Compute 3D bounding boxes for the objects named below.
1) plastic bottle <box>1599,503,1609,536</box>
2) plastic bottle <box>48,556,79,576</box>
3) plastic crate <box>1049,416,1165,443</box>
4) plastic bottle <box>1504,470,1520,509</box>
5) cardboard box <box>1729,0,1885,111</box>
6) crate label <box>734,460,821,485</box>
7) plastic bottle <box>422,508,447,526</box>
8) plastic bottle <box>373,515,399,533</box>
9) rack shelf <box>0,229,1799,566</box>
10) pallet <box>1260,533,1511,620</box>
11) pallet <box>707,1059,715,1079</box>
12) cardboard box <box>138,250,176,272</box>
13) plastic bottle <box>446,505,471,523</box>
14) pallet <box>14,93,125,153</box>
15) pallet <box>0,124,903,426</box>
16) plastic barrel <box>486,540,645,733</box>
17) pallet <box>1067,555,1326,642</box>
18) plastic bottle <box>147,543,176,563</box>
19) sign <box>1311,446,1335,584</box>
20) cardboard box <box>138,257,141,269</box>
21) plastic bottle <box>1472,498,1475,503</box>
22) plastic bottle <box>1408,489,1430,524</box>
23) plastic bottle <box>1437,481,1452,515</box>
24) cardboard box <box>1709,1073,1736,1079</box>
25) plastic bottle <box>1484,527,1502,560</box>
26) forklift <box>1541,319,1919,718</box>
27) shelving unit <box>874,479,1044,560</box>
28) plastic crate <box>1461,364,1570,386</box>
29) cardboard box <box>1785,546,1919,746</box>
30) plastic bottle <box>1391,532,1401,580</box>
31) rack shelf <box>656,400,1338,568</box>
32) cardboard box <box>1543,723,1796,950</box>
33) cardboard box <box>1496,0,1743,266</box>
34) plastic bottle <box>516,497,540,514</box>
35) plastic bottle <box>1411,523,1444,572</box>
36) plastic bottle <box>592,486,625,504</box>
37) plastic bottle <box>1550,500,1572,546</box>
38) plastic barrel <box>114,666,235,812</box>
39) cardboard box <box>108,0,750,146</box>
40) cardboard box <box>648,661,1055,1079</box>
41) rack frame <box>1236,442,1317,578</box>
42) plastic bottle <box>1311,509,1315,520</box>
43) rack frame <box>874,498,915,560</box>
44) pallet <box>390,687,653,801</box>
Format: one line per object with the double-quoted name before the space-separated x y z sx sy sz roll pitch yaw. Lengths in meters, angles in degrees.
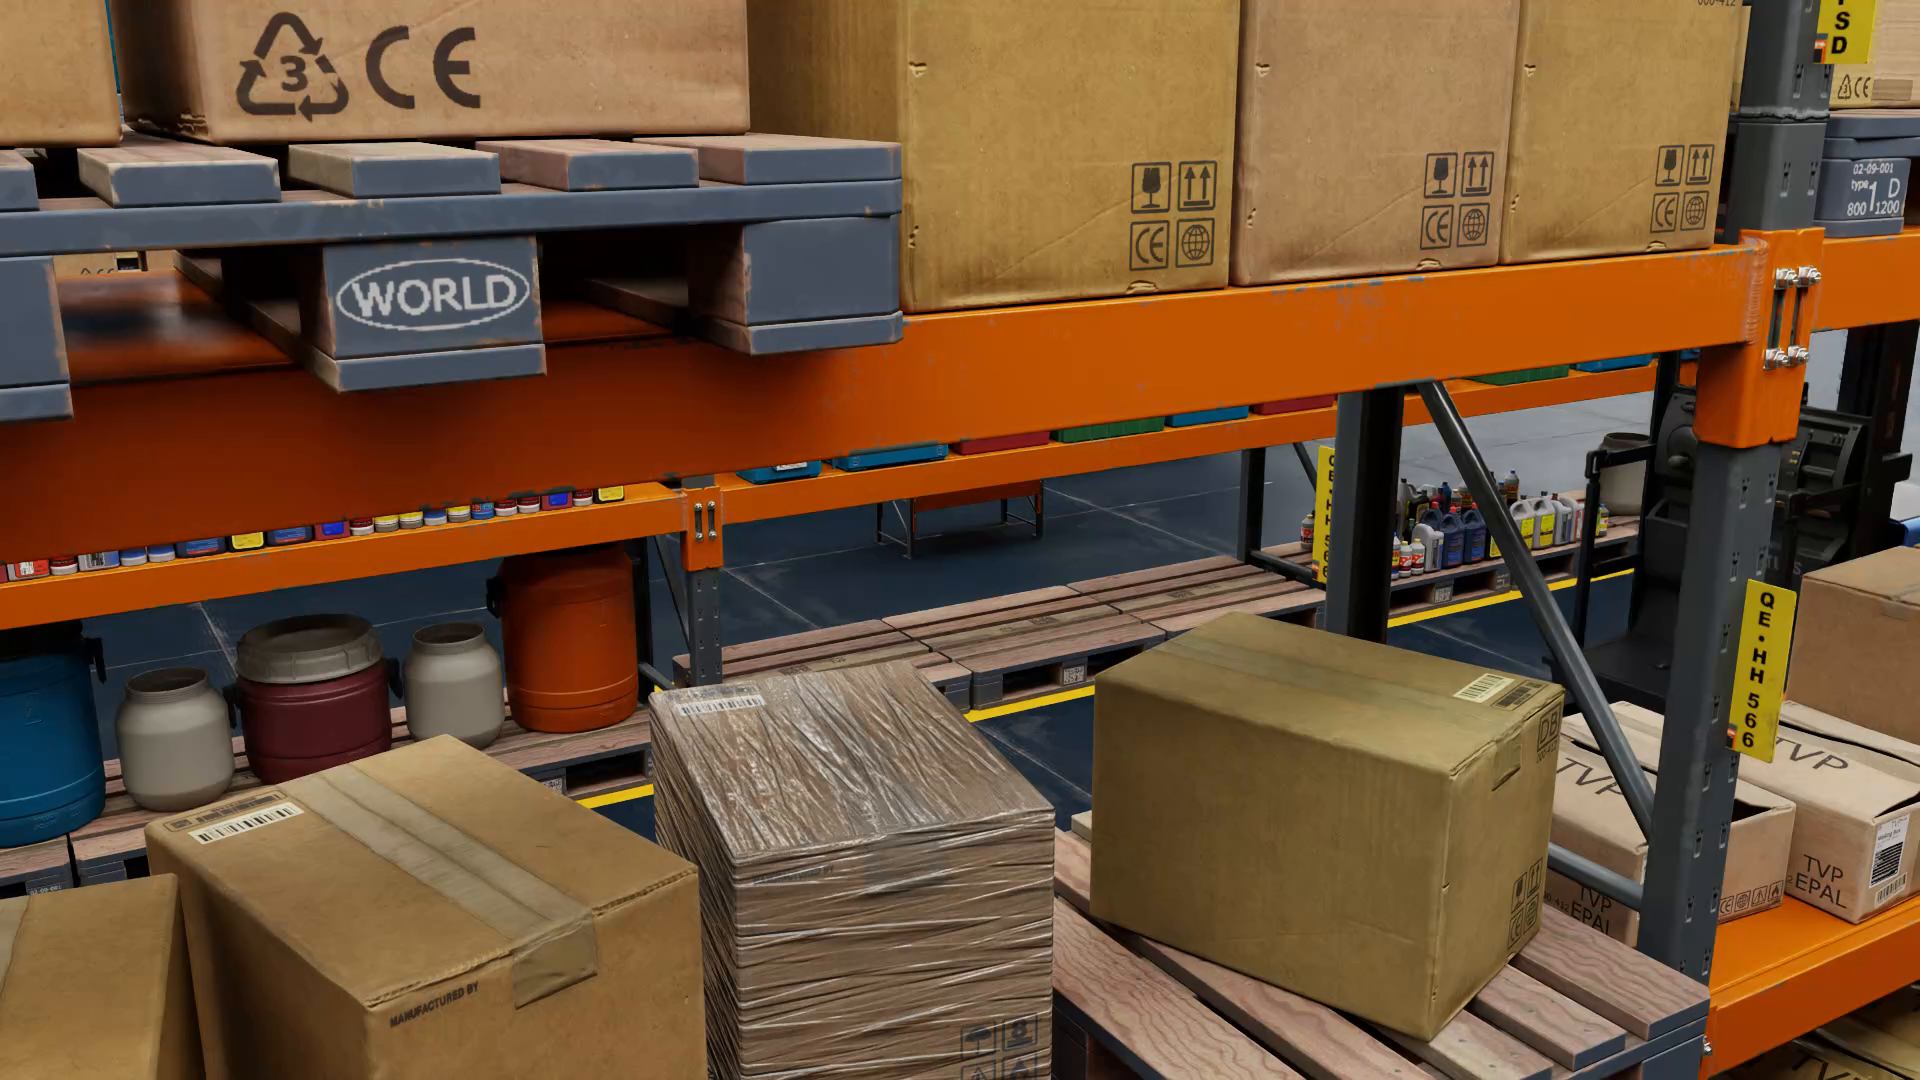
"plastic bottle" 4.118 -0.134 10.699 0.097 0.201 0.097 0 16 0
"plastic bottle" -3.320 0.023 6.139 0.097 0.201 0.097 0 16 0
"plastic crate" 0.690 -0.661 8.602 0.662 0.188 0.450 -9 18 -30
"plastic bottle" 3.752 -0.344 11.321 0.097 0.271 0.097 0 16 0
"cardboard box" 1.517 -1.018 3.426 0.500 0.250 0.500 -11 19 -34
"crate label" -0.837 -0.405 7.609 0.416 0.233 0.303 -9 18 -30
"plastic bottle" -2.158 -0.199 6.801 0.097 0.271 0.097 0 16 0
"plastic bottle" -2.325 -0.138 6.714 0.097 0.201 0.097 0 16 0
"rack shelf" -0.558 -0.187 2.297 4.000 0.370 1.077 -9 18 -30
"pallet" 2.635 0.189 10.345 1.213 0.211 1.003 -9 18 -30
"pallet" -0.508 0.996 2.654 1.213 0.211 1.003 -9 18 -30
"cardboard box" -5.137 -2.003 10.956 0.637 0.503 0.797 -9 18 -28
"plastic bottle" -2.074 -0.179 6.859 0.097 0.201 0.097 0 16 0
"pallet" -3.227 -1.601 6.358 1.213 0.211 1.003 -9 18 -30
"pallet" -0.789 -0.385 2.015 1.003 0.211 1.213 -9 18 -30
"plastic barrel" -1.802 0.401 7.666 0.708 0.830 0.600 -9 18 -30
"pallet" 1.385 0.391 9.625 1.213 0.211 1.003 -9 18 -30
"plastic bottle" -3.037 -0.057 6.293 0.097 0.271 0.097 0 16 0
"sign" 0.868 -0.053 3.896 0.005 0.325 0.100 -9 18 -30
"cardboard box" -9.680 -3.055 19.910 0.875 0.875 0.875 -9 18 -30
"plastic bottle" 3.458 -0.297 11.151 0.097 0.271 0.097 0 16 0
"plastic bottle" 2.958 -0.182 10.718 0.133 0.283 0.061 -9 18 -30
"plastic bottle" 3.199 -0.255 11.001 0.097 0.271 0.097 0 16 0
"cardboard box" 1.757 1.479 3.852 0.500 0.311 0.500 -9 18 -28
"plastic bottle" 3.268 -0.030 10.176 0.133 0.283 0.061 -8 18 -27
"forklift" 3.518 -0.456 7.606 3.031 2.935 1.130 -10 19 -32
"shelving unit" -0.006 -0.541 11.255 1.048 1.125 0.538 -9 18 -30
"plastic crate" 3.347 -1.091 10.139 0.662 0.188 0.450 -9 18 -30
"cardboard box" 2.587 0.347 4.428 0.500 0.500 0.500 -10 19 -33
"plastic bottle" 2.537 0.089 9.775 0.097 0.271 0.097 0 16 0
"rack shelf" 0.323 -0.446 8.775 4.000 0.370 1.077 -9 18 -30
"cardboard box" 1.491 0.635 3.753 0.500 0.311 0.500 -8 18 -26
"cardboard box" 0.800 -0.792 2.934 0.500 0.500 0.910 -9 18 -30
"plastic bottle" -1.824 -0.220 7.004 0.097 0.201 0.097 0 16 0
"plastic bottle" 2.800 0.035 9.957 0.135 0.276 0.152 -8 18 -28
"plastic bottle" -1.518 -0.303 7.150 0.133 0.283 0.061 -9 18 -30
"plastic bottle" 3.769 -0.122 10.518 0.135 0.276 0.152 -10 18 -31
"plastic barrel" -3.208 0.810 6.795 0.421 0.512 0.421 0 16 0
"cardboard box" -0.660 -0.793 1.977 0.600 0.600 0.600 -10 19 -32
"cardboard box" -0.207 0.579 2.825 0.500 0.500 0.700 -6 17 -19
"rack frame" 2.038 -1.070 9.670 0.127 3.000 1.000 -9 18 -30
"plastic bottle" 2.280 -0.117 10.488 0.133 0.283 0.061 -8 18 -27
"rack frame" -0.442 -0.470 11.003 0.032 1.125 0.500 -9 18 -30
"pallet" -2.045 0.948 7.638 1.213 0.211 1.003 -9 18 -30
